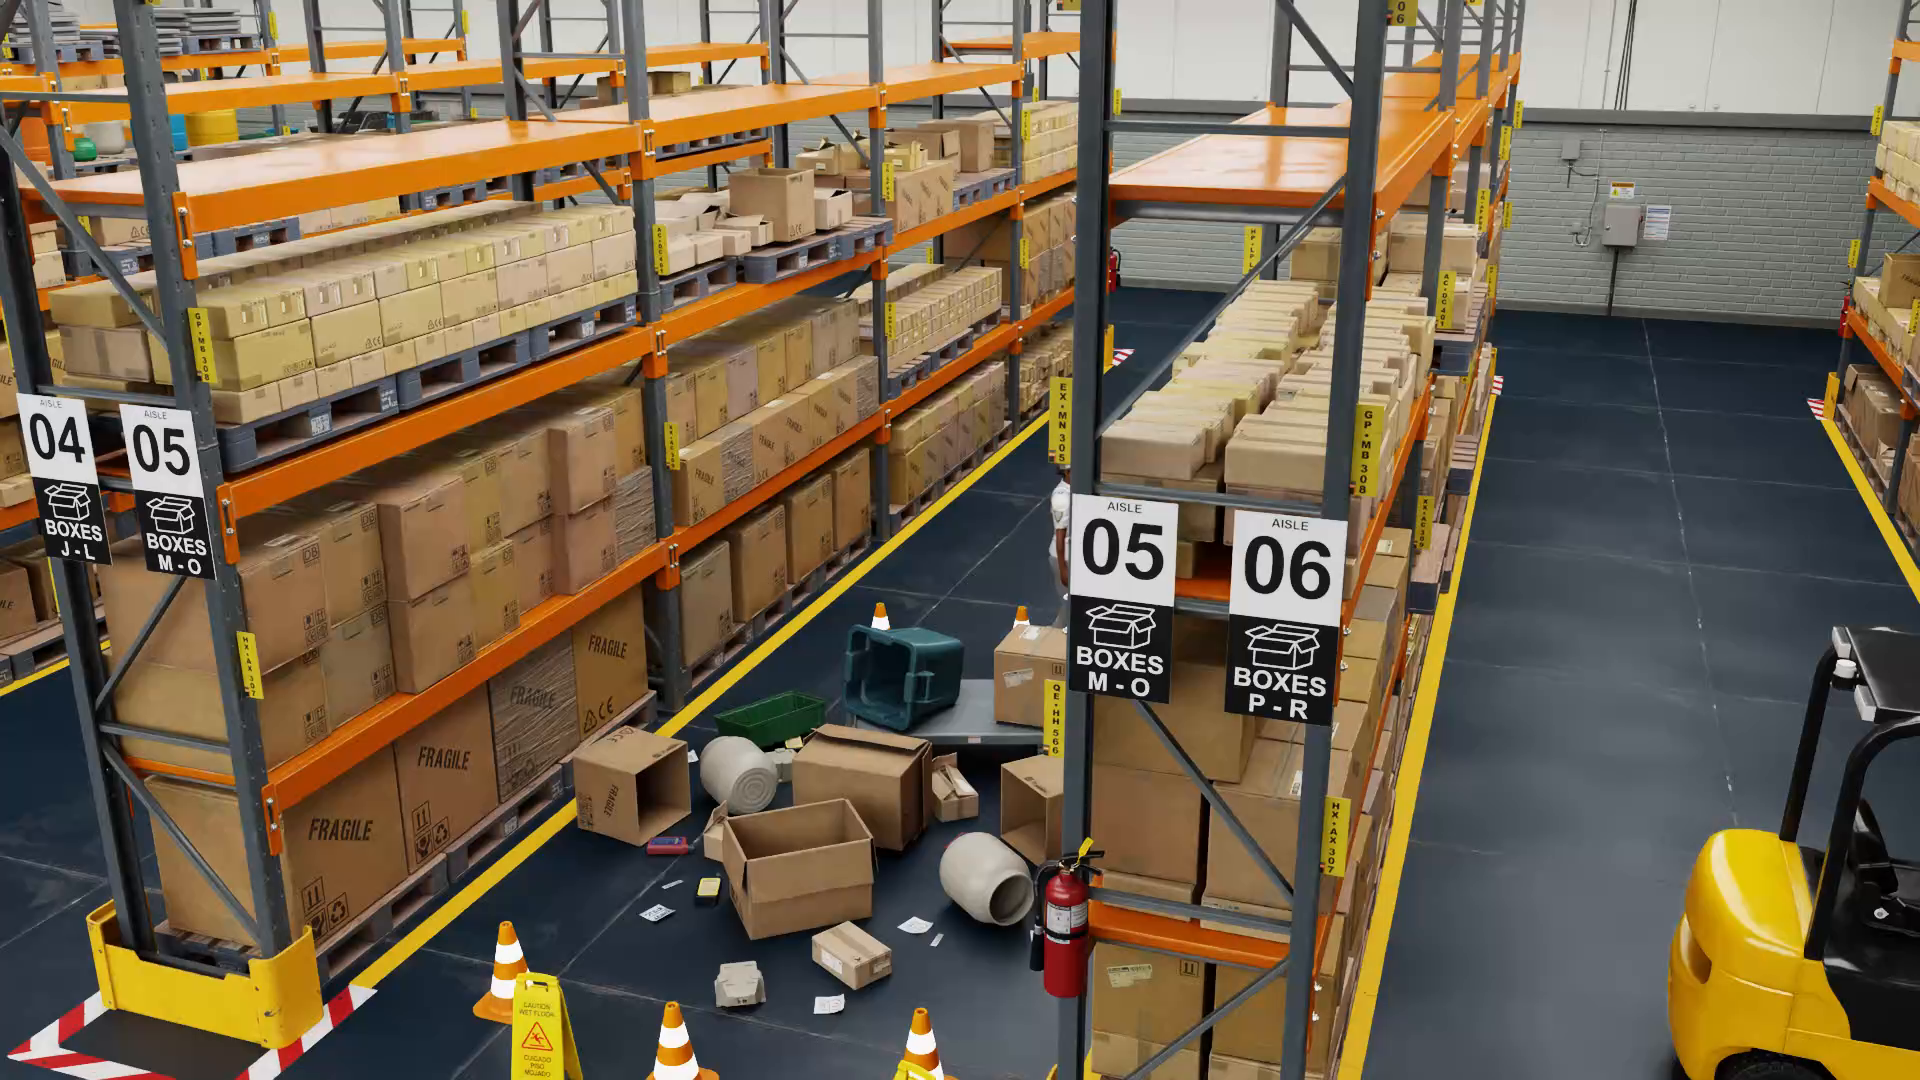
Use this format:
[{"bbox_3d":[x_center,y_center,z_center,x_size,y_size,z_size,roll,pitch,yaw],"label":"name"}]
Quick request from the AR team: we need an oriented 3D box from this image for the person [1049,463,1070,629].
[{"bbox_3d":[0.846,0.147,12.512,0.493,1.694,0.491,8,21,23],"label":"person"}]
